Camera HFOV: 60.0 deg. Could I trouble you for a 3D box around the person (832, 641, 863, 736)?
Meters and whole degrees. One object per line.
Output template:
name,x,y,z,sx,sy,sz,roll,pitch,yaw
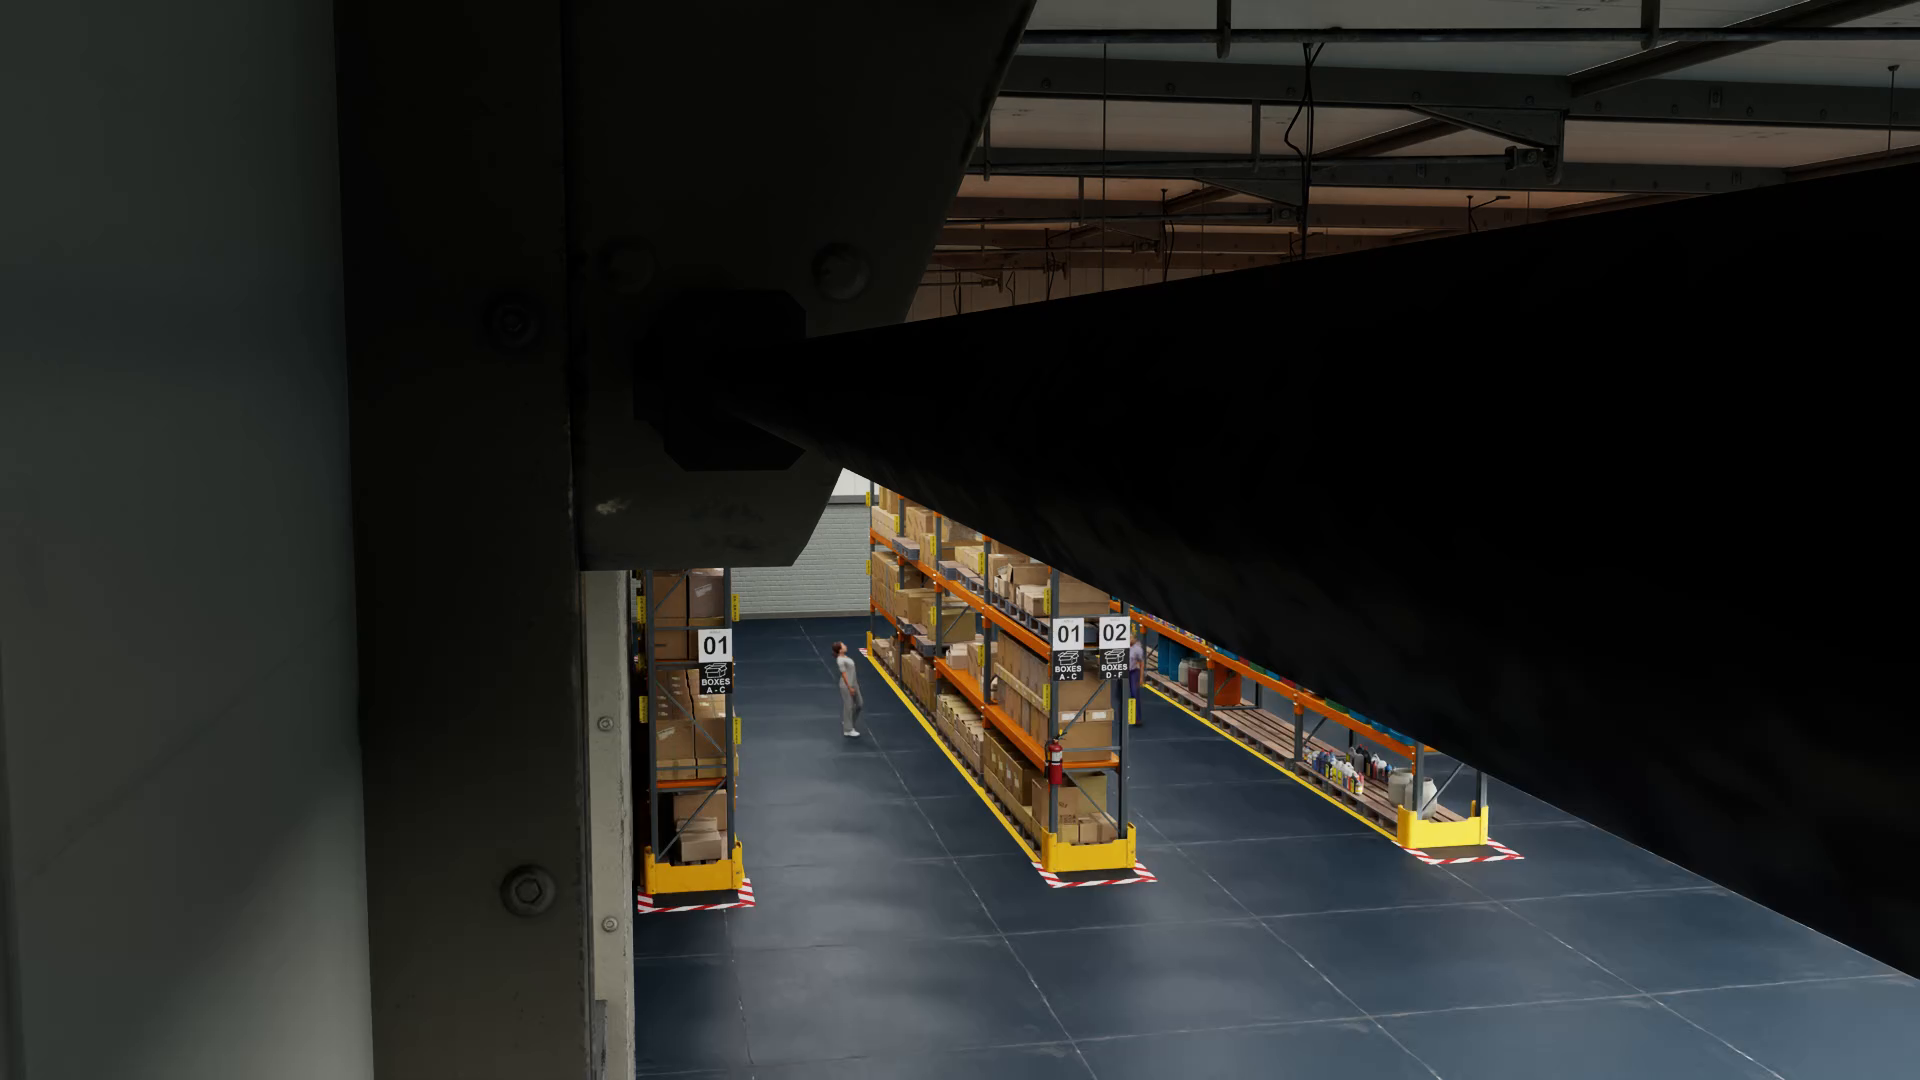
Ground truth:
person,-1.919,2.538,28.625,0.494,1.636,0.530,2,6,21

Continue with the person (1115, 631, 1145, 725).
person,3.053,2.439,29.610,0.561,1.604,0.678,4,7,31
